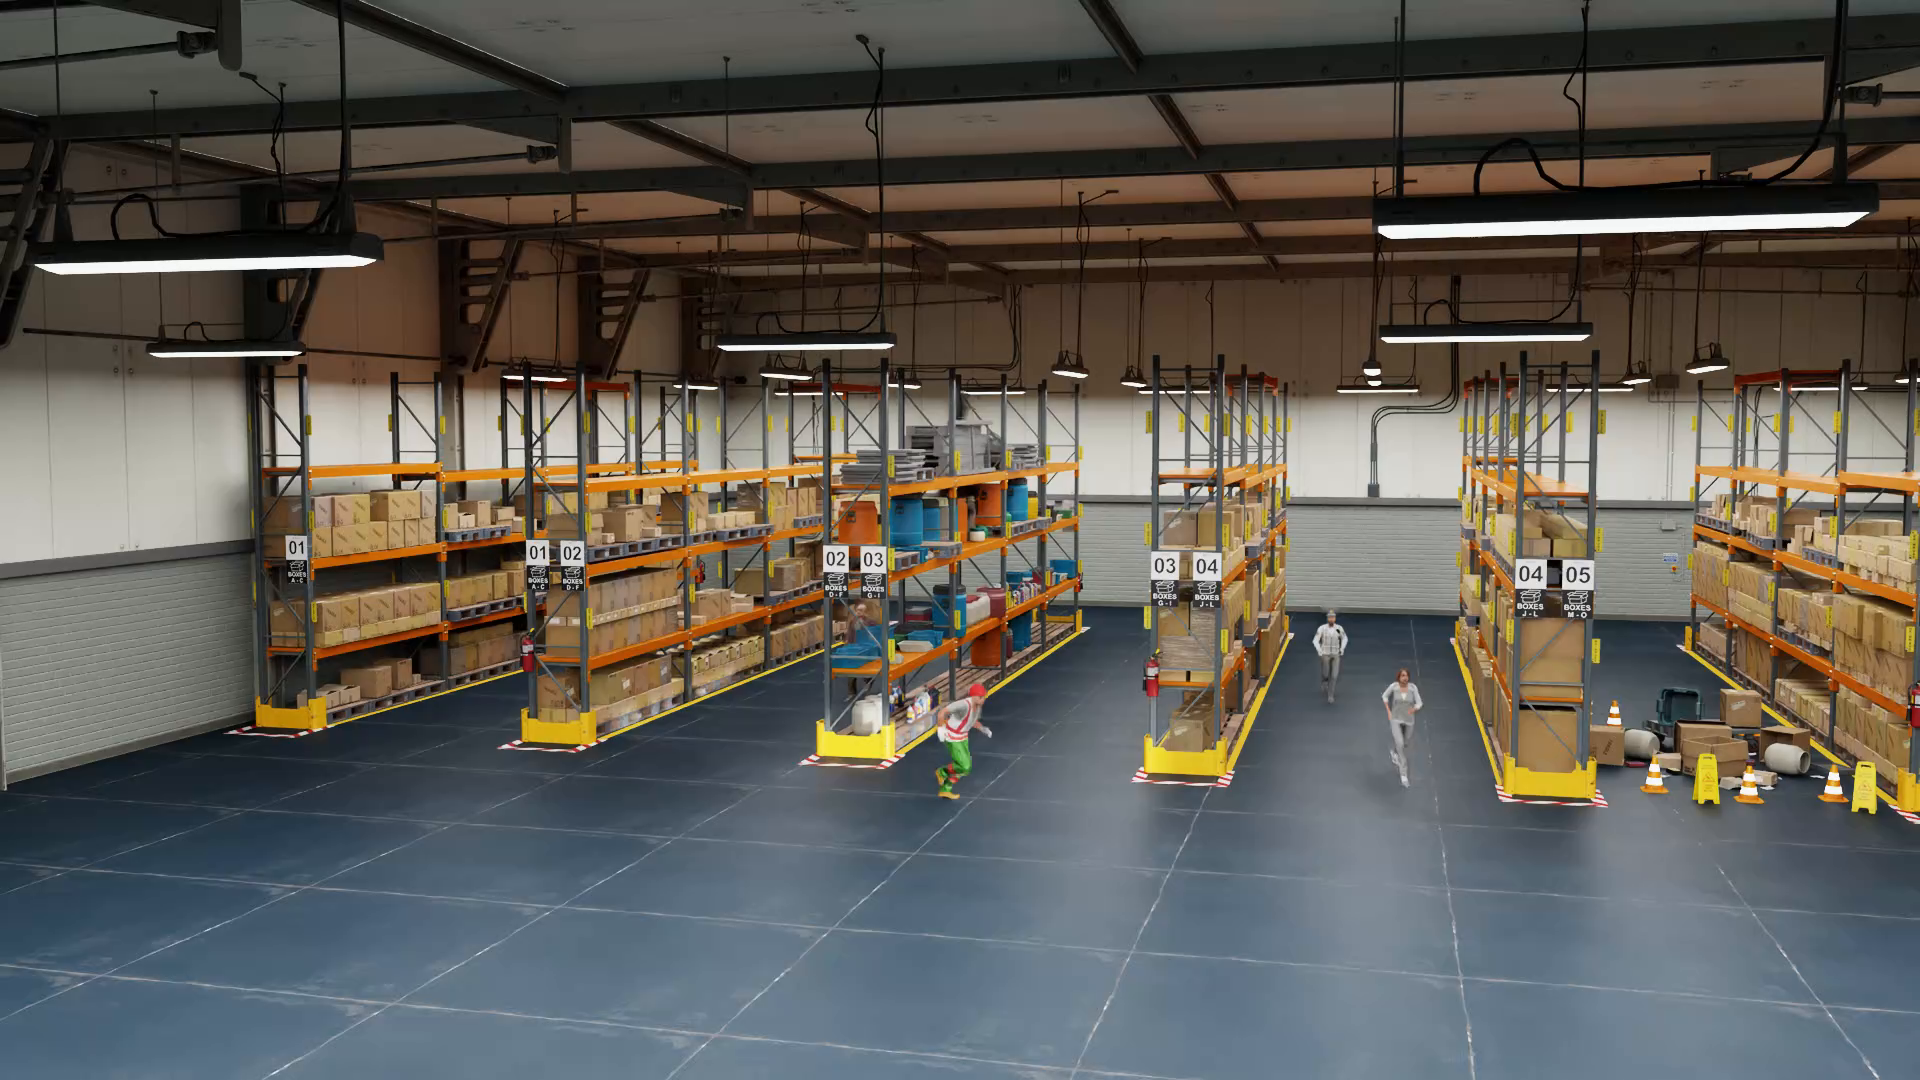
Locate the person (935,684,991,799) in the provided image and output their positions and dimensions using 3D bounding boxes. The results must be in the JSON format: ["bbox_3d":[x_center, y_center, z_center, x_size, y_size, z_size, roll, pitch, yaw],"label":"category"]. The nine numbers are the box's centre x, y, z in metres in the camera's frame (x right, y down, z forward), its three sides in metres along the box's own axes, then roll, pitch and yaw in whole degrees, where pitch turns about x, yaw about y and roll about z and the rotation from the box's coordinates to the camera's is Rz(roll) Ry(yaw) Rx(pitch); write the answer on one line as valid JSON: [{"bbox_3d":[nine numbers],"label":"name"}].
[{"bbox_3d":[0.016,2.689,22.116,0.801,1.591,0.693,3,5,35],"label":"person"}]

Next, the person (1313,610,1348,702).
[{"bbox_3d":[6.768,2.095,30.354,0.629,1.680,0.677,0,4,6],"label":"person"}]

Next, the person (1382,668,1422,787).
[{"bbox_3d":[6.255,2.598,23.513,0.495,1.616,1.016,0,4,-3],"label":"person"}]

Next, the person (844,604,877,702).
[{"bbox_3d":[-1.785,2.076,30.454,0.749,1.724,0.899,2,4,27],"label":"person"}]
